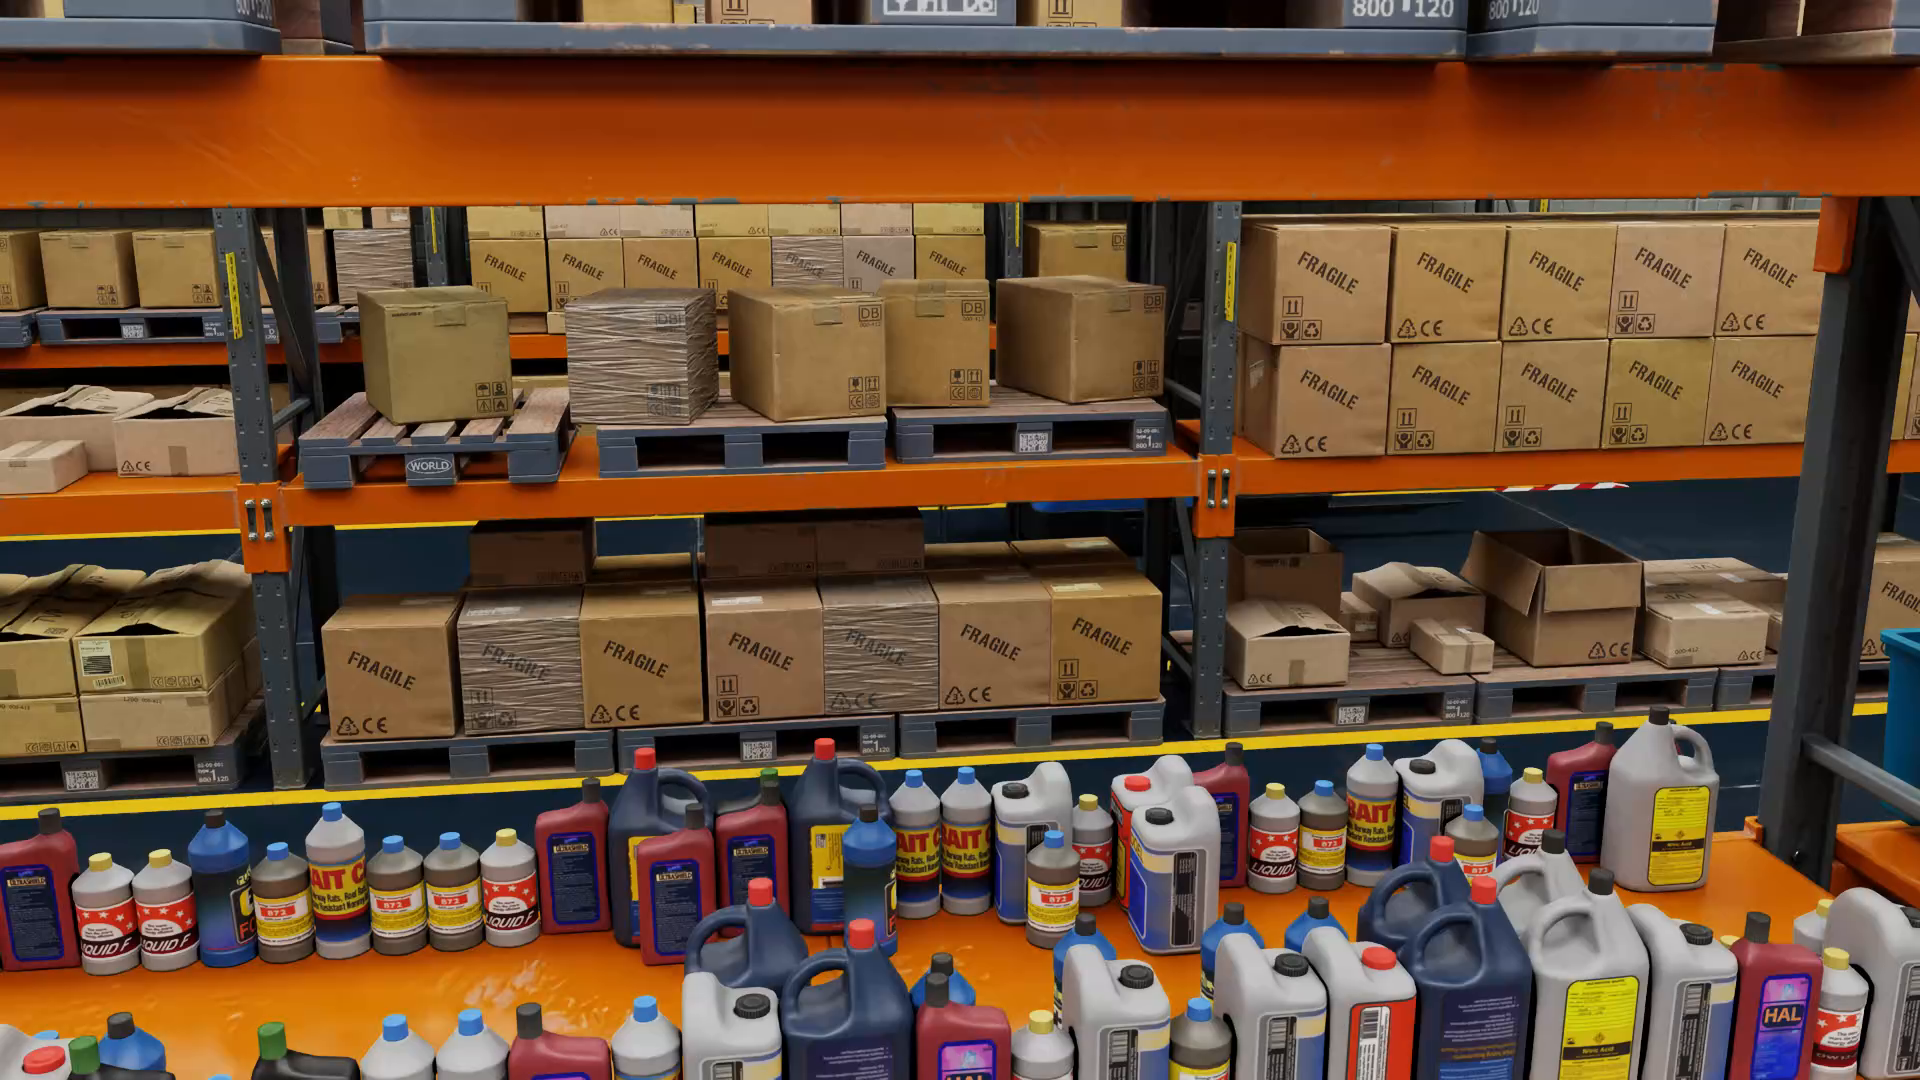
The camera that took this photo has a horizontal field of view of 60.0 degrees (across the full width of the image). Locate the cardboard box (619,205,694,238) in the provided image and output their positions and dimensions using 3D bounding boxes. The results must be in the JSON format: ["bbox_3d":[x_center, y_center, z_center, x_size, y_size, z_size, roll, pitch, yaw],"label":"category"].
[{"bbox_3d":[-2.129,-2.269,11.702,0.500,0.250,0.500,-2,14,-8],"label":"cardboard box"}]

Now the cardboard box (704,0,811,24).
[{"bbox_3d":[-0.772,-2.369,7.061,0.600,0.600,0.600,-3,14,-11],"label":"cardboard box"}]

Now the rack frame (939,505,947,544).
[{"bbox_3d":[-0.114,-0.574,11.045,0.015,1.200,0.240,-3,14,-10],"label":"rack frame"}]

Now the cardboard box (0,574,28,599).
[{"bbox_3d":[-4.484,0.327,7.386,0.500,0.311,0.500,-2,14,-10],"label":"cardboard box"}]

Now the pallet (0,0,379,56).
[{"bbox_3d":[-1.395,-0.694,2.044,1.213,0.211,1.003,-2,14,-8],"label":"pallet"}]

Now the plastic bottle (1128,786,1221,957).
[{"bbox_3d":[0.382,0.584,2.981,0.135,0.276,0.152,-2,14,-8],"label":"plastic bottle"}]

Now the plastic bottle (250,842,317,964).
[{"bbox_3d":[-1.195,0.634,2.936,0.097,0.201,0.097,0,14,0],"label":"plastic bottle"}]

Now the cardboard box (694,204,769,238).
[{"bbox_3d":[-1.625,-2.289,11.782,0.500,0.250,0.500,-2,14,-9],"label":"cardboard box"}]

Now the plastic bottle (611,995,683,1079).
[{"bbox_3d":[-0.429,0.759,2.295,0.097,0.271,0.097,0,14,0],"label":"plastic bottle"}]

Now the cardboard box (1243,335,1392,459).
[{"bbox_3d":[1.600,-0.664,7.499,0.500,0.500,0.500,-2,14,-7],"label":"cardboard box"}]

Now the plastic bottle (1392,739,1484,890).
[{"bbox_3d":[0.914,0.527,3.208,0.135,0.276,0.152,-2,14,-8],"label":"plastic bottle"}]

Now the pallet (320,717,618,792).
[{"bbox_3d":[-2.156,0.817,7.532,1.213,0.211,1.003,-2,14,-8],"label":"pallet"}]

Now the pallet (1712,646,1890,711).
[{"bbox_3d":[4.148,0.577,8.489,1.213,0.211,1.003,-2,14,-8],"label":"pallet"}]

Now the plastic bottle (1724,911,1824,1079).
[{"bbox_3d":[1.226,0.697,2.517,0.133,0.283,0.061,-2,14,-8],"label":"plastic bottle"}]

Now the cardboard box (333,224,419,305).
[{"bbox_3d":[-4.105,-1.952,11.728,0.500,0.500,0.700,-4,15,-15],"label":"cardboard box"}]

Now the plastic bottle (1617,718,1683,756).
[{"bbox_3d":[1.364,0.496,3.318,0.133,0.283,0.061,-2,14,-8],"label":"plastic bottle"}]

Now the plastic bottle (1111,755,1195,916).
[{"bbox_3d":[0.360,0.548,3.127,0.135,0.276,0.152,-2,14,-8],"label":"plastic bottle"}]

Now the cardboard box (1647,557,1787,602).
[{"bbox_3d":[3.937,0.282,8.679,0.500,0.250,0.500,-2,14,-8],"label":"cardboard box"}]

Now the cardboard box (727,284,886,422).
[{"bbox_3d":[-0.682,-0.836,7.321,0.500,0.500,0.700,-6,15,-23],"label":"cardboard box"}]

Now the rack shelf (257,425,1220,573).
[{"bbox_3d":[-0.922,-0.242,7.497,4.000,0.370,1.077,-2,14,-8],"label":"rack shelf"}]

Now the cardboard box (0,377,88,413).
[{"bbox_3d":[-6.436,-0.977,11.642,0.500,0.250,0.500,-2,14,-9],"label":"cardboard box"}]

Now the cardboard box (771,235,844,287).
[{"bbox_3d":[-1.106,-1.942,11.943,0.500,0.500,0.500,-2,14,-8],"label":"cardboard box"}]

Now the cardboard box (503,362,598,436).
[{"bbox_3d":[-2.895,-0.865,12.062,0.750,0.750,0.750,-2,14,-9],"label":"cardboard box"}]

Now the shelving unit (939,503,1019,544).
[{"bbox_3d":[0.126,-0.585,11.087,0.503,1.200,0.258,-3,14,-10],"label":"shelving unit"}]

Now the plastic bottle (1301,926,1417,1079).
[{"bbox_3d":[0.588,0.712,2.470,0.135,0.276,0.152,-2,14,-8],"label":"plastic bottle"}]

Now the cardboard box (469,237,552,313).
[{"bbox_3d":[-3.123,-1.868,11.645,0.500,0.500,0.500,-2,14,-7],"label":"cardboard box"}]

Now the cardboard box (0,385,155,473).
[{"bbox_3d":[-3.813,-0.489,7.188,0.500,0.311,0.500,-2,14,-9],"label":"cardboard box"}]

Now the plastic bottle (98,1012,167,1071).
[{"bbox_3d":[-1.122,0.769,2.253,0.097,0.271,0.097,0,14,0],"label":"plastic bottle"}]

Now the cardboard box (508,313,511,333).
[{"bbox_3d":[-3.281,-1.553,11.725,0.250,0.149,0.380,-2,14,-9],"label":"cardboard box"}]

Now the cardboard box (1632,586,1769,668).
[{"bbox_3d":[3.566,0.419,8.134,0.500,0.250,0.500,-2,14,-8],"label":"cardboard box"}]

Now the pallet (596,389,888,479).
[{"bbox_3d":[-0.977,-0.496,7.430,1.213,0.211,1.003,-2,14,-8],"label":"pallet"}]

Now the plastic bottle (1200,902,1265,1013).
[{"bbox_3d":[0.418,0.690,2.568,0.097,0.271,0.097,0,14,0],"label":"plastic bottle"}]

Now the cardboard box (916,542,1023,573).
[{"bbox_3d":[0.015,0.317,8.025,0.500,0.500,0.500,-2,14,-7],"label":"cardboard box"}]

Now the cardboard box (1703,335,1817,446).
[{"bbox_3d":[3.602,-0.738,7.794,0.500,0.500,0.500,-2,14,-8],"label":"cardboard box"}]

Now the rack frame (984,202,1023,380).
[{"bbox_3d":[0.314,-1.854,12.450,0.127,3.000,1.000,-2,14,-8],"label":"rack frame"}]

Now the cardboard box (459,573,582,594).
[{"bbox_3d":[-2.010,0.391,7.732,0.500,0.500,0.500,-2,14,-6],"label":"cardboard box"}]

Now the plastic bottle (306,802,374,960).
[{"bbox_3d":[-1.099,0.597,2.941,0.097,0.271,0.097,0,14,0],"label":"plastic bottle"}]

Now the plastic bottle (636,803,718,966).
[{"bbox_3d":[-0.495,0.600,2.905,0.133,0.283,0.061,-2,14,-8],"label":"plastic bottle"}]

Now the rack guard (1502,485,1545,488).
[{"bbox_3d":[4.293,-0.788,13.335,0.348,0.500,1.175,-2,14,-8],"label":"rack guard"}]

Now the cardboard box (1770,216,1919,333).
[{"bbox_3d":[4.112,-1.241,7.741,0.500,0.500,0.500,-2,14,-7],"label":"cardboard box"}]

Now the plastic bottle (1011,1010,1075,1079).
[{"bbox_3d":[0.115,0.773,2.383,0.097,0.201,0.097,0,14,0],"label":"plastic bottle"}]

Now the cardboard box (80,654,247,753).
[{"bbox_3d":[-3.384,0.690,7.094,0.500,0.250,0.500,-2,14,-7],"label":"cardboard box"}]

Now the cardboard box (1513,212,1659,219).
[{"bbox_3d":[3.019,-1.332,8.107,0.500,0.500,0.500,-2,14,-9],"label":"cardboard box"}]

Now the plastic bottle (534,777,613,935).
[{"bbox_3d":[-0.699,0.572,3.016,0.133,0.283,0.061,-2,14,-8],"label":"plastic bottle"}]

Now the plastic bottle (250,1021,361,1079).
[{"bbox_3d":[-0.864,0.773,2.212,0.133,0.283,0.061,-2,14,-8],"label":"plastic bottle"}]

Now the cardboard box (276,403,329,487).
[{"bbox_3d":[-4.872,-0.681,12.005,0.500,0.500,0.700,-2,14,-8],"label":"cardboard box"}]

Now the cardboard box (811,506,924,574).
[{"bbox_3d":[-0.448,-0.032,7.877,0.500,0.250,0.500,-2,14,-8],"label":"cardboard box"}]

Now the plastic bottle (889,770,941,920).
[{"bbox_3d":[-0.085,0.559,3.090,0.097,0.271,0.097,0,14,0],"label":"plastic bottle"}]

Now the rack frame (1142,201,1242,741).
[{"bbox_3d":[1.056,-0.663,7.699,0.127,3.000,1.000,-2,14,-8],"label":"rack frame"}]

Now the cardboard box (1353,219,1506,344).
[{"bbox_3d":[2.074,-1.165,7.438,0.500,0.500,0.500,-3,14,-10],"label":"cardboard box"}]

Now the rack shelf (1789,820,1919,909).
[{"bbox_3d":[3.768,0.805,3.324,4.000,0.370,1.077,-2,14,-8],"label":"rack shelf"}]

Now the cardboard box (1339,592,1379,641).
[{"bbox_3d":[1.939,0.390,8.458,0.250,0.149,0.380,-2,14,-8],"label":"cardboard box"}]

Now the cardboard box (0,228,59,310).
[{"bbox_3d":[-6.535,-1.855,11.343,0.500,0.500,0.700,-1,14,-3],"label":"cardboard box"}]

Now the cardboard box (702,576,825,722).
[{"bbox_3d":[-0.878,0.476,7.392,0.500,0.500,0.500,-3,14,-10],"label":"cardboard box"}]

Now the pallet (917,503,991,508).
[{"bbox_3d":[-0.438,-0.456,12.605,1.213,0.211,1.003,-2,14,-8],"label":"pallet"}]

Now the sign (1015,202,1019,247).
[{"bbox_3d":[0.404,-2.247,11.799,0.005,0.325,0.100,-2,14,-8],"label":"sign"}]

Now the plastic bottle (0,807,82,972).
[{"bbox_3d":[-1.601,0.605,2.884,0.133,0.283,0.061,-2,14,-8],"label":"plastic bottle"}]

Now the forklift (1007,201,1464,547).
[{"bbox_3d":[1.892,-1.482,11.106,3.031,2.935,1.130,-2,14,-10],"label":"forklift"}]
